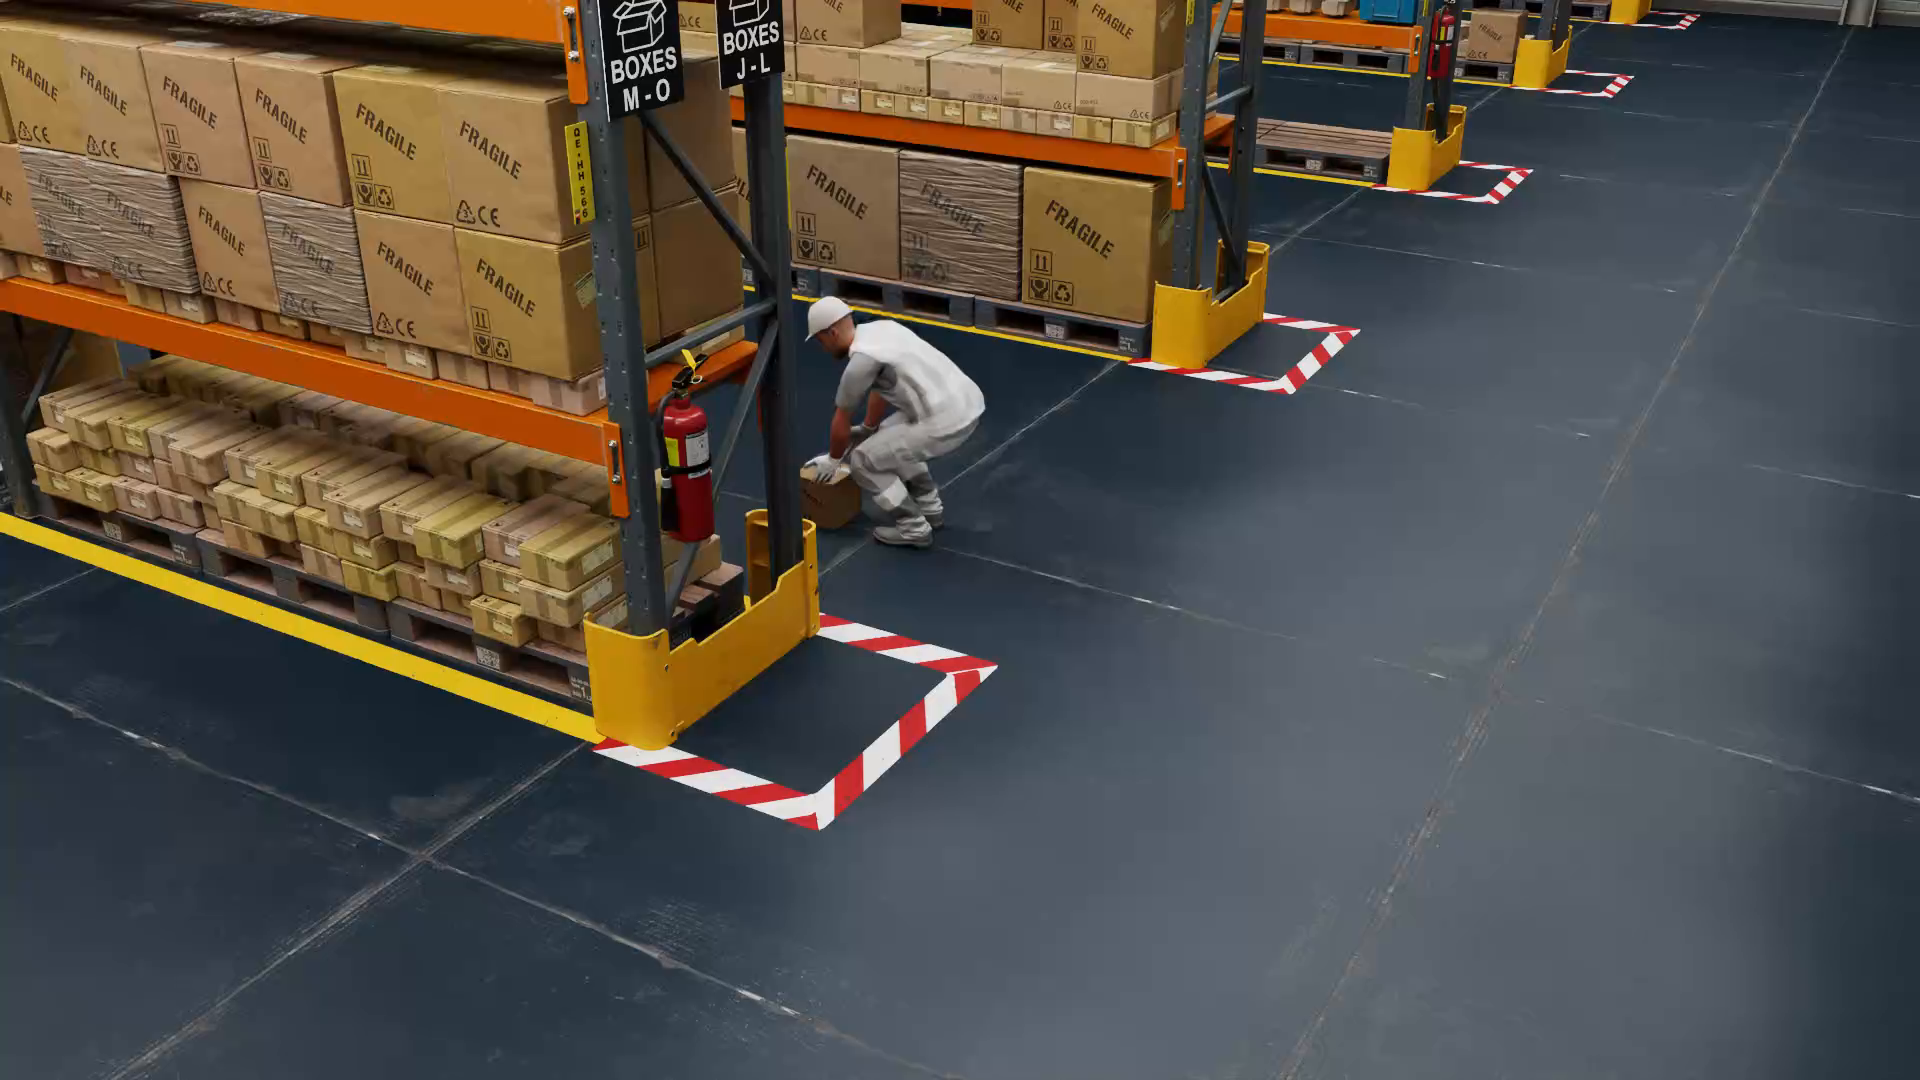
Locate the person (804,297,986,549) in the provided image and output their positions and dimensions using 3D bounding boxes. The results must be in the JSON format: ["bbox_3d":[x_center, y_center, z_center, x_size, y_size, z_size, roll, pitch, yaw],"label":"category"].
[{"bbox_3d":[-0.323,-0.559,7.916,0.852,1.172,0.580,10,28,20],"label":"person"}]
